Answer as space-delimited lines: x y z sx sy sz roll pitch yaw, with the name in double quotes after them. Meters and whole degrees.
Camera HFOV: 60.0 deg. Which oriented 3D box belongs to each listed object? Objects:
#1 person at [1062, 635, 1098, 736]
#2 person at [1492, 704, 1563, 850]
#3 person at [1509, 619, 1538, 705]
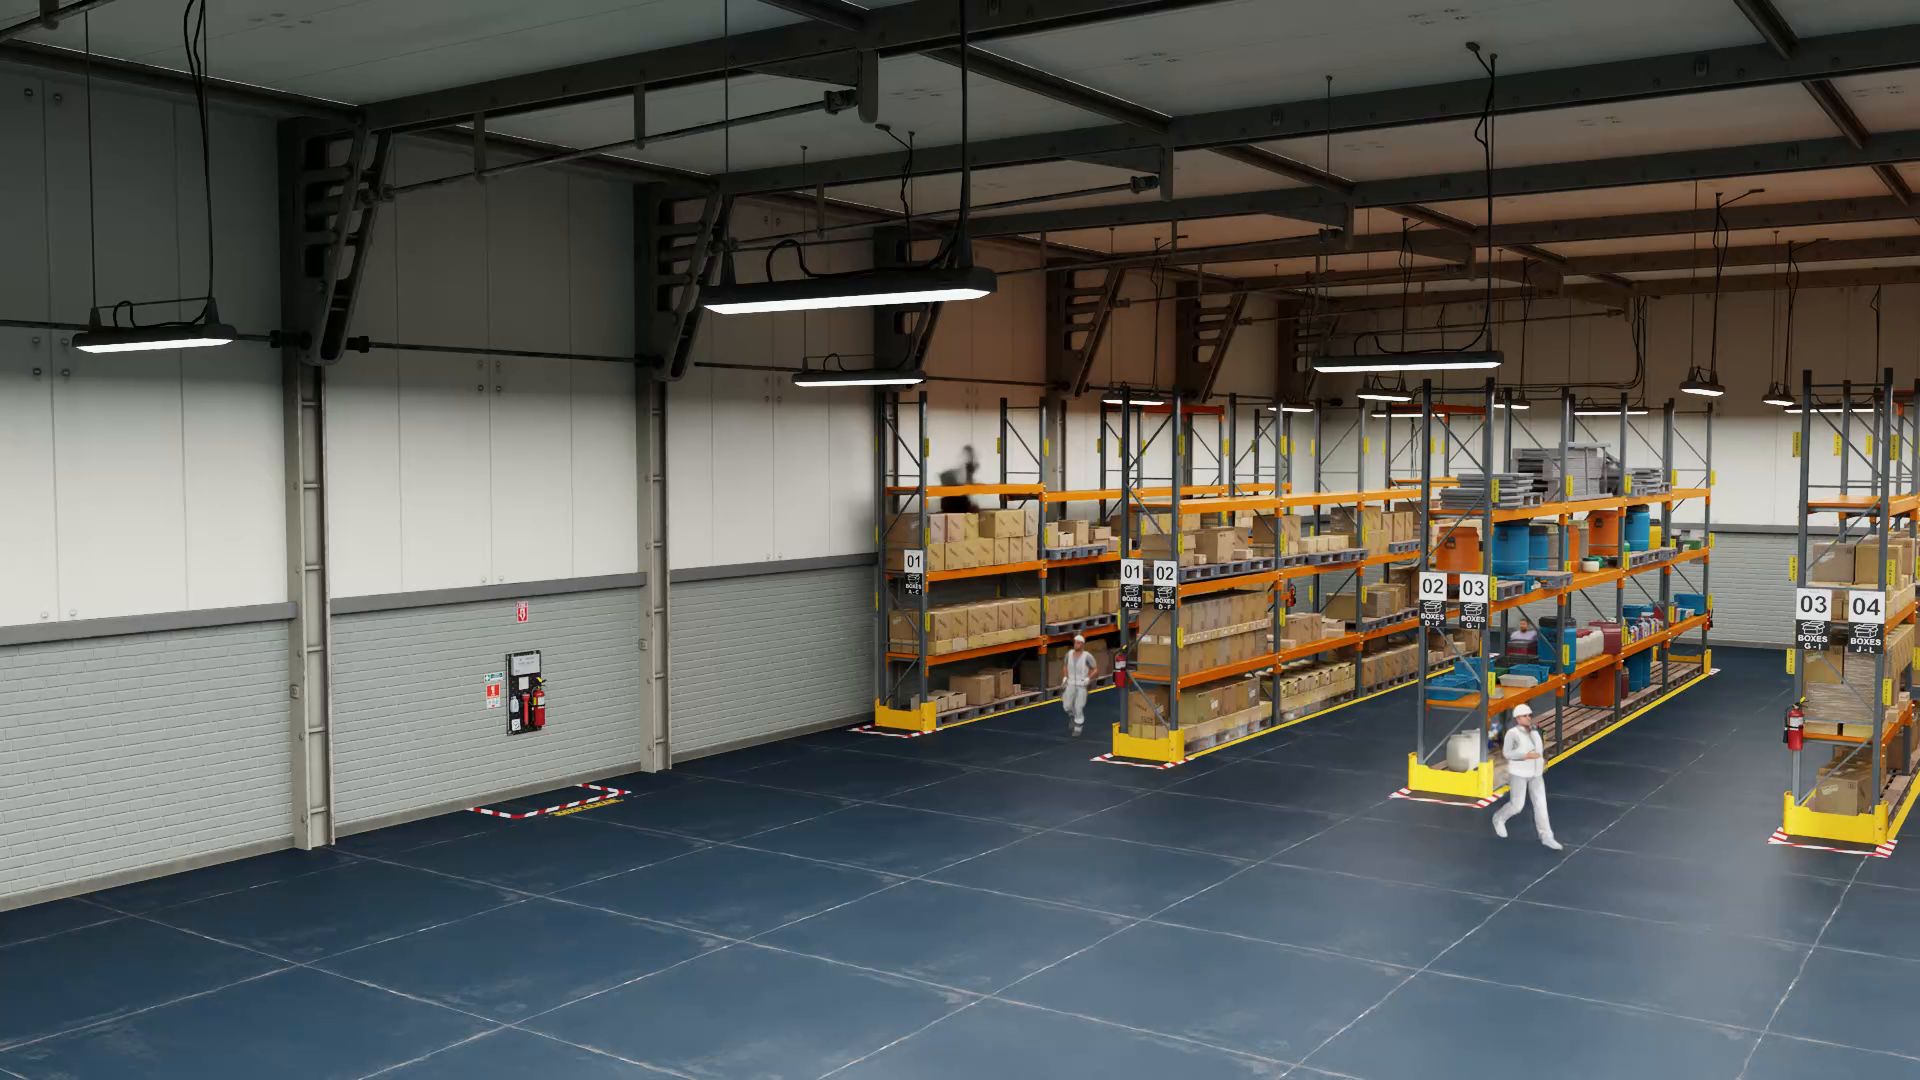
2.036 2.495 28.498 0.664 1.740 0.573 1 3 24 "person"
7.120 2.930 20.843 0.666 1.727 1.065 -1 3 -19 "person"
11.053 2.366 32.617 0.610 1.649 0.920 2 4 31 "person"
